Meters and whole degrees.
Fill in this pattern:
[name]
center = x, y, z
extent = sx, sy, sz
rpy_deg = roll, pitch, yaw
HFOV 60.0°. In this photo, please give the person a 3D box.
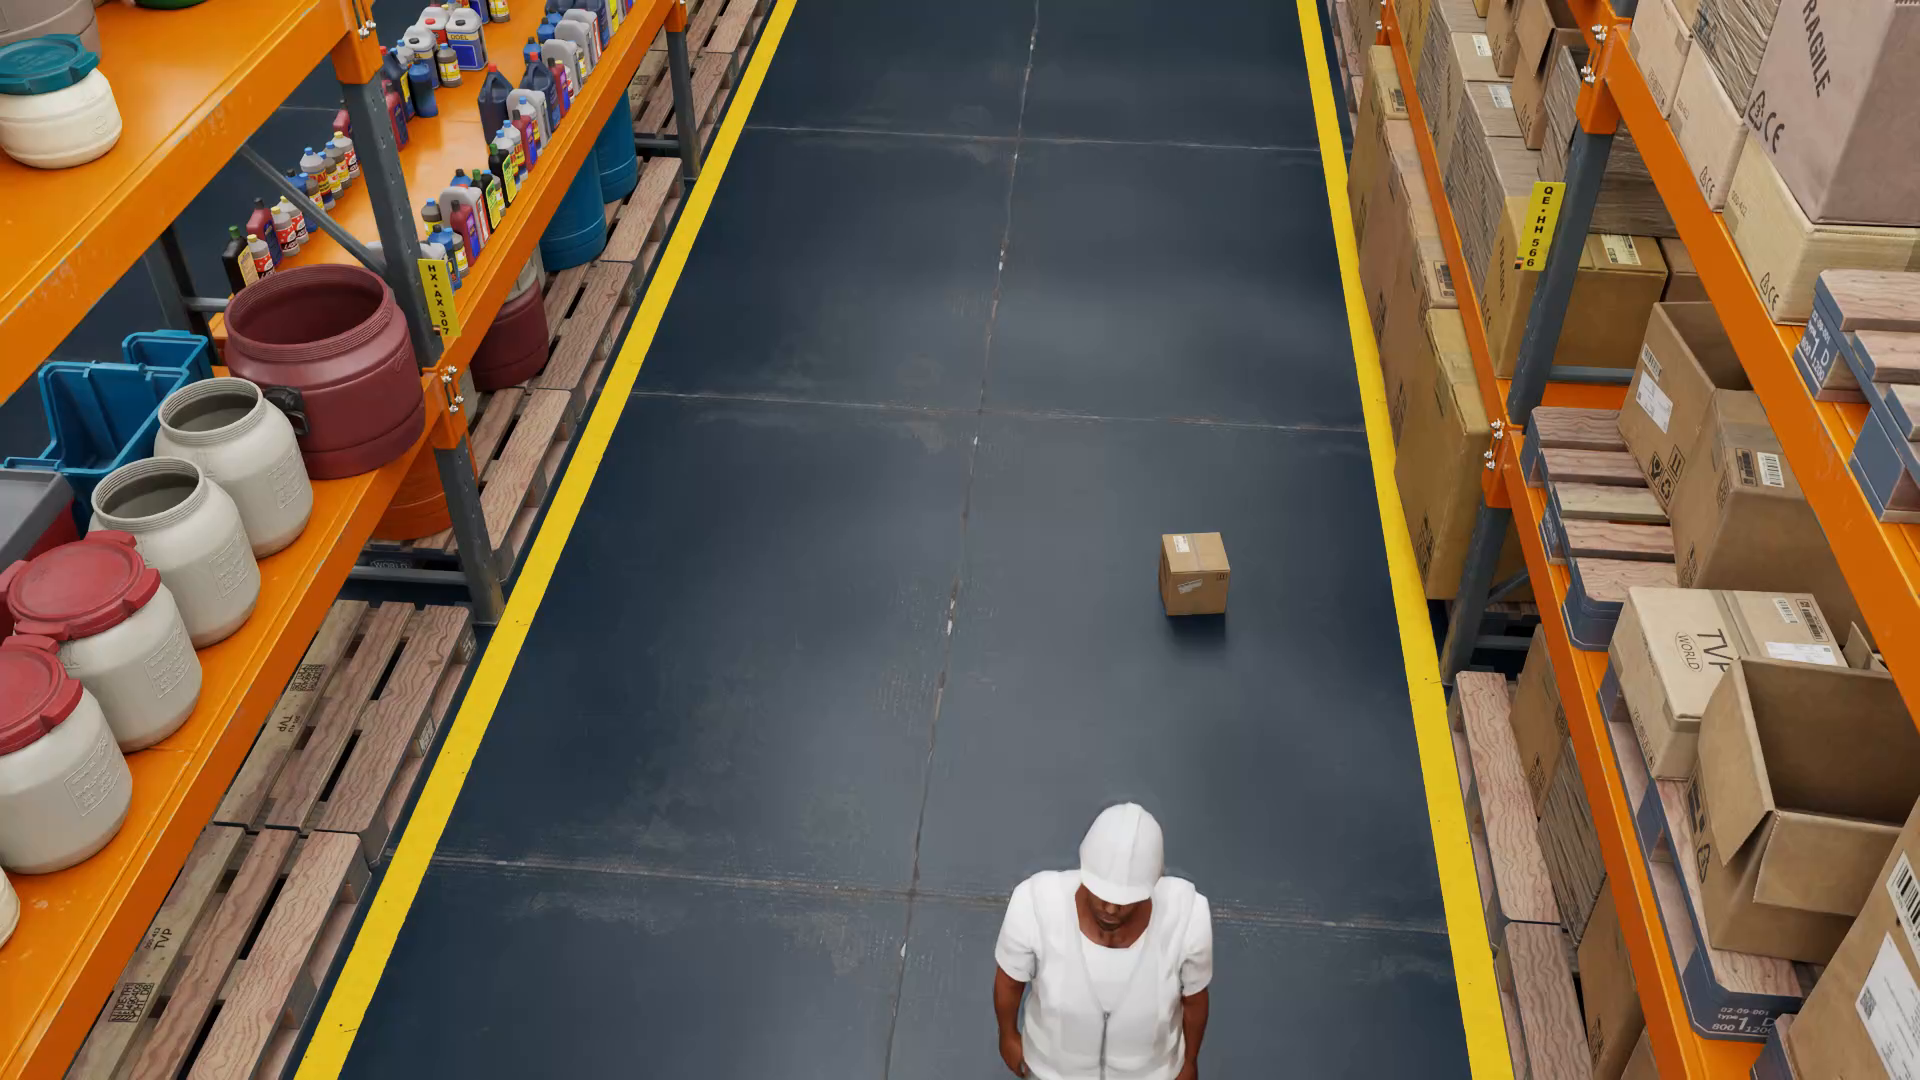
[person]
center = 0.370, 1.356, 4.479
extent = 0.567, 1.756, 0.540
rpy_deg = 2, 40, 3
